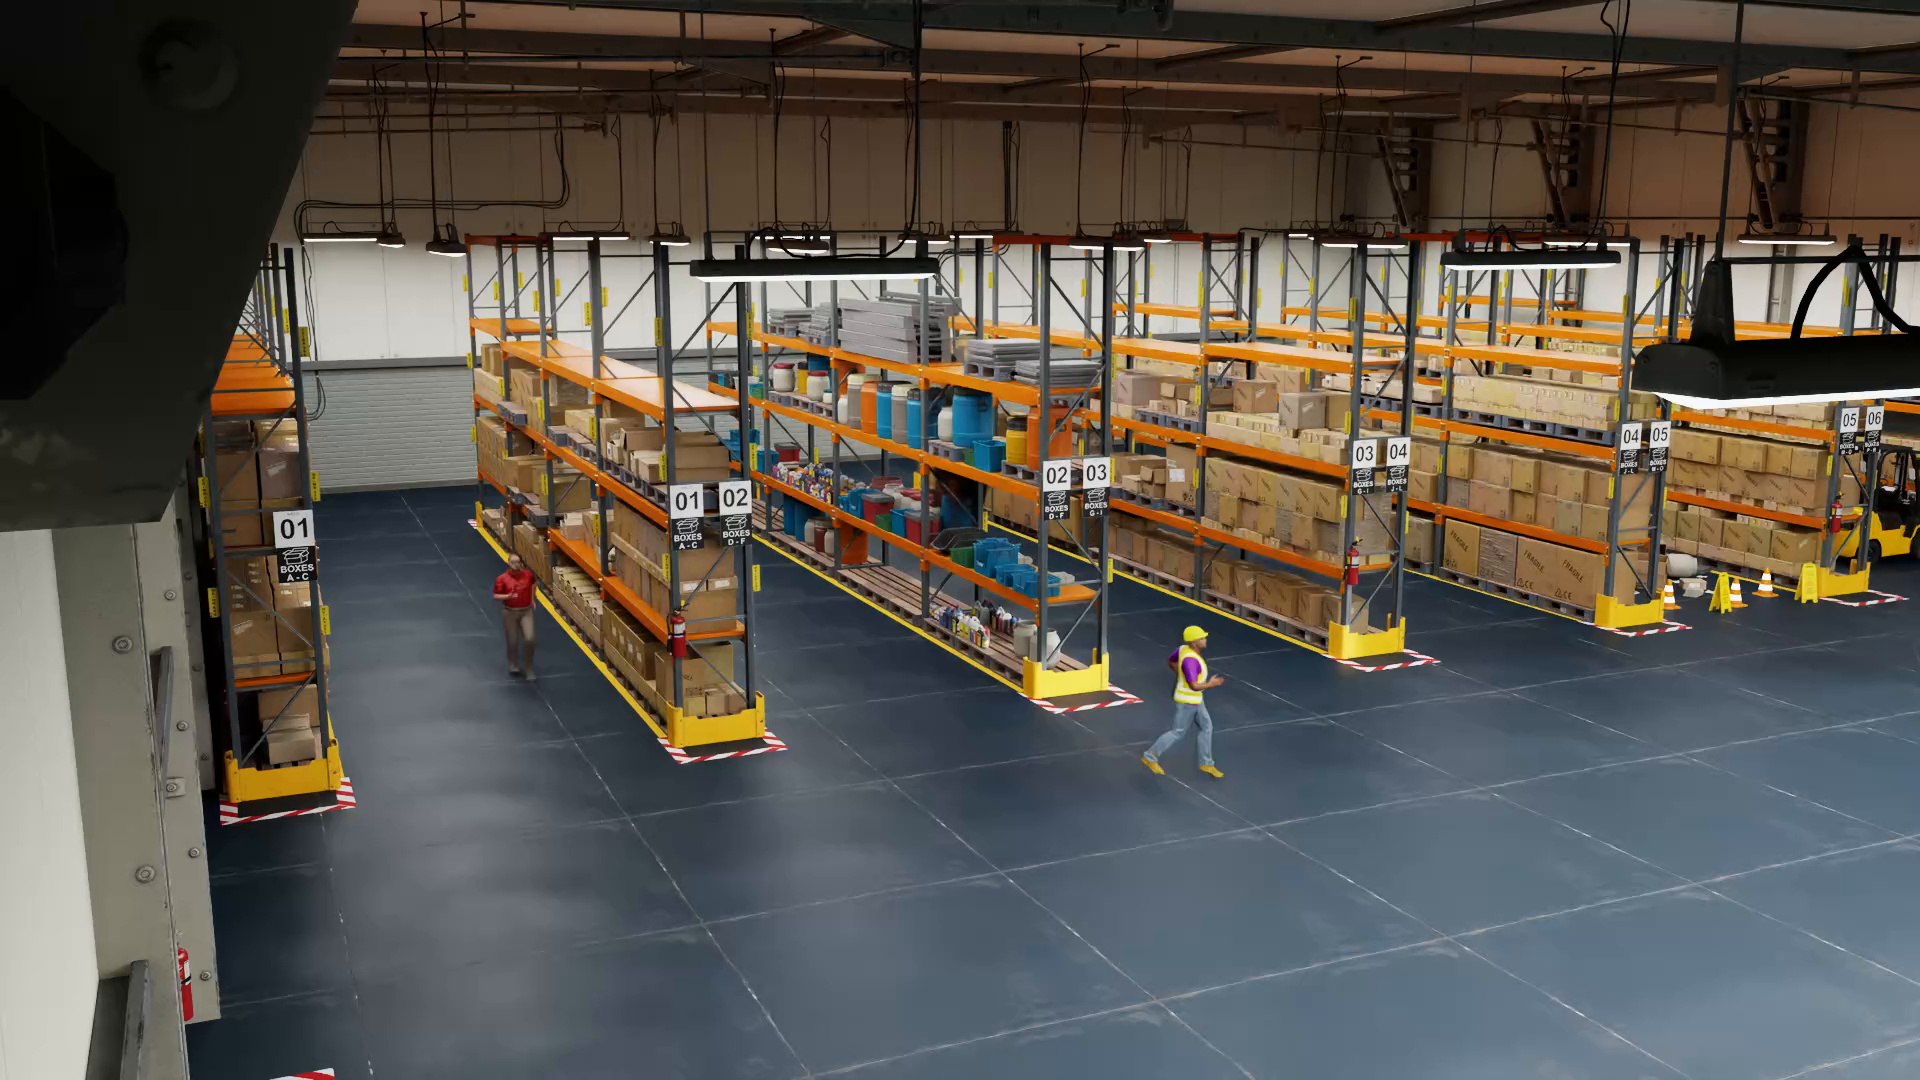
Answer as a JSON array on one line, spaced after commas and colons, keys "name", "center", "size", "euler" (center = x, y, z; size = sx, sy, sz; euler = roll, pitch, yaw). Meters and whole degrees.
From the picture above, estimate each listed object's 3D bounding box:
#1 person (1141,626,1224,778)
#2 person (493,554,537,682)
[{"name": "person", "center": [2.558, 1.849, 18.951], "size": [0.948, 1.801, 0.712], "euler": [2, 11, 9]}, {"name": "person", "center": [-6.137, 1.078, 23.087], "size": [0.640, 1.791, 0.755], "euler": [-5, 12, -24]}]
